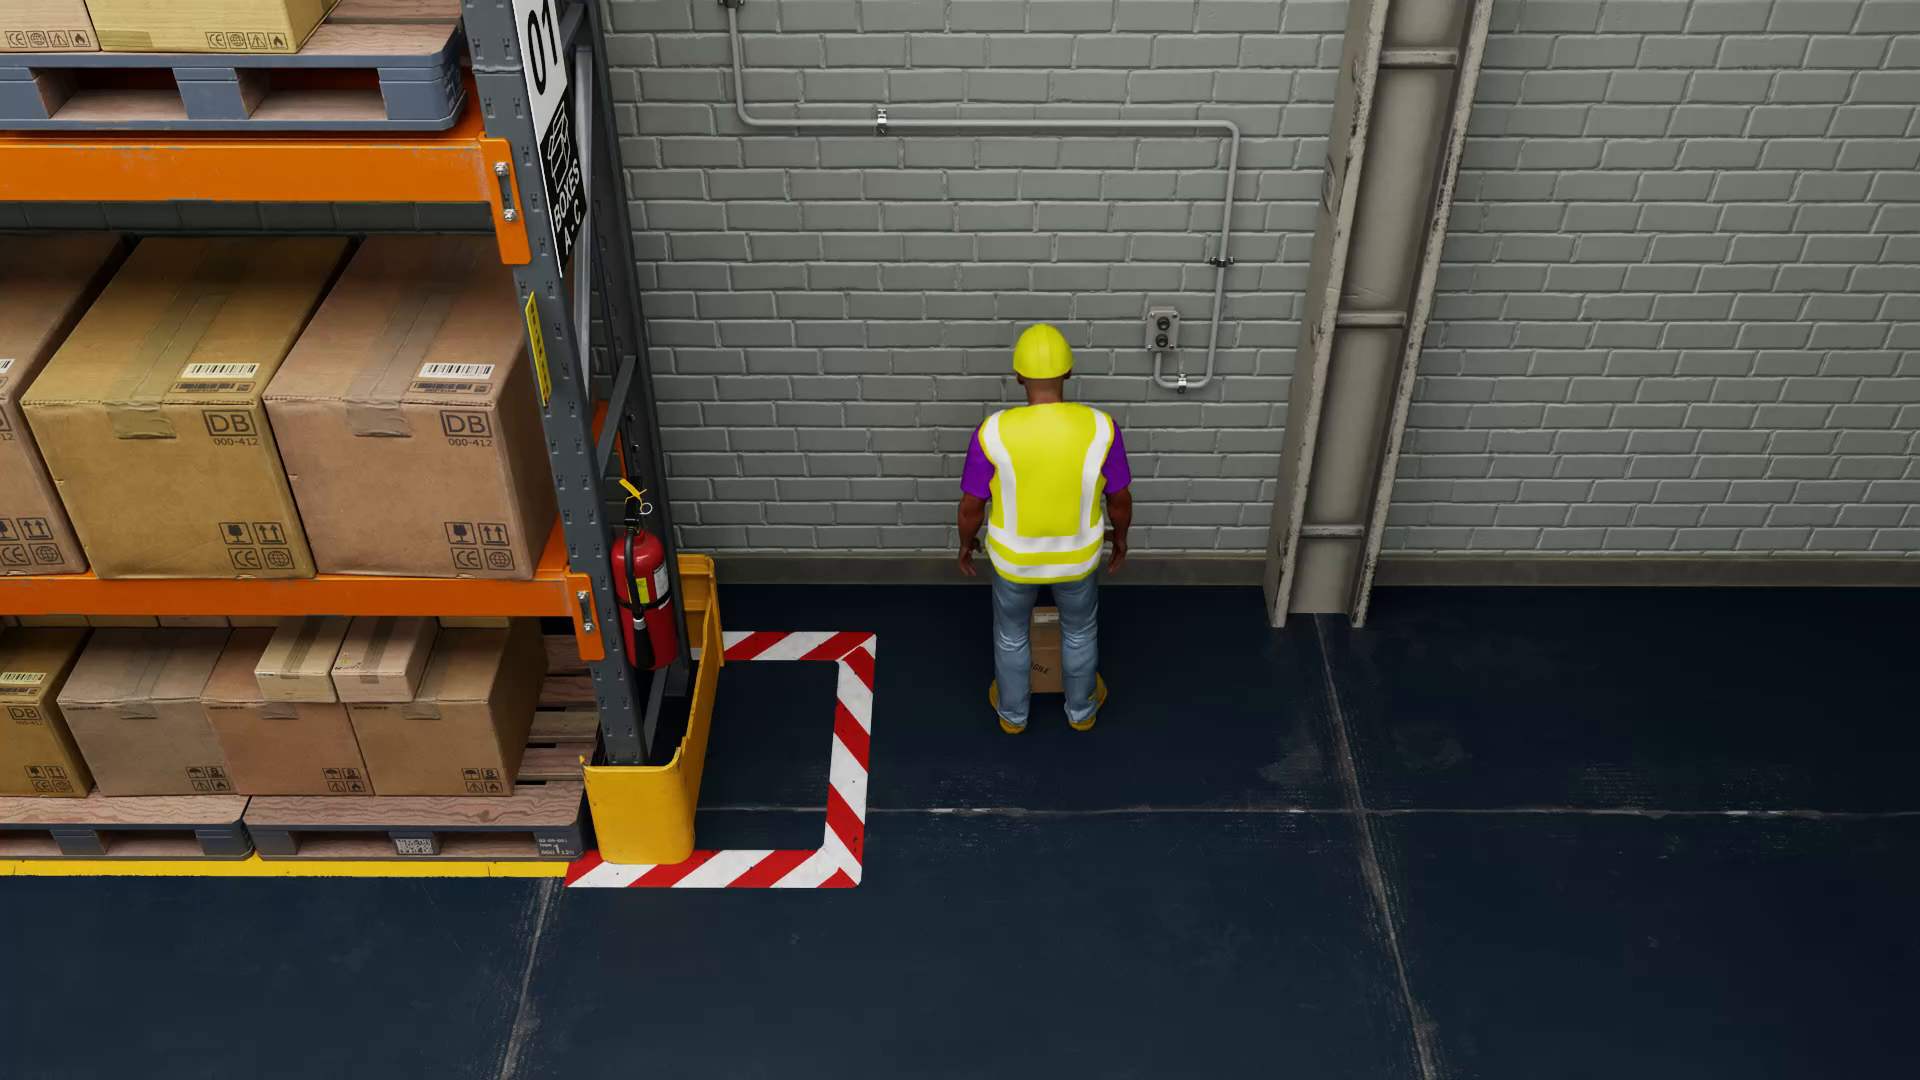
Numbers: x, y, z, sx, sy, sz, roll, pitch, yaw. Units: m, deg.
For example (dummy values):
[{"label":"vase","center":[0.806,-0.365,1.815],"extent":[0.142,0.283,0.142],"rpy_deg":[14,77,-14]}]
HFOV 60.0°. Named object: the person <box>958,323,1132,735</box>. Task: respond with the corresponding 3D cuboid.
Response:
[{"label":"person","center":[0.309,0.006,6.134],"extent":[0.637,1.761,0.460],"rpy_deg":[-1,39,-1]}]
